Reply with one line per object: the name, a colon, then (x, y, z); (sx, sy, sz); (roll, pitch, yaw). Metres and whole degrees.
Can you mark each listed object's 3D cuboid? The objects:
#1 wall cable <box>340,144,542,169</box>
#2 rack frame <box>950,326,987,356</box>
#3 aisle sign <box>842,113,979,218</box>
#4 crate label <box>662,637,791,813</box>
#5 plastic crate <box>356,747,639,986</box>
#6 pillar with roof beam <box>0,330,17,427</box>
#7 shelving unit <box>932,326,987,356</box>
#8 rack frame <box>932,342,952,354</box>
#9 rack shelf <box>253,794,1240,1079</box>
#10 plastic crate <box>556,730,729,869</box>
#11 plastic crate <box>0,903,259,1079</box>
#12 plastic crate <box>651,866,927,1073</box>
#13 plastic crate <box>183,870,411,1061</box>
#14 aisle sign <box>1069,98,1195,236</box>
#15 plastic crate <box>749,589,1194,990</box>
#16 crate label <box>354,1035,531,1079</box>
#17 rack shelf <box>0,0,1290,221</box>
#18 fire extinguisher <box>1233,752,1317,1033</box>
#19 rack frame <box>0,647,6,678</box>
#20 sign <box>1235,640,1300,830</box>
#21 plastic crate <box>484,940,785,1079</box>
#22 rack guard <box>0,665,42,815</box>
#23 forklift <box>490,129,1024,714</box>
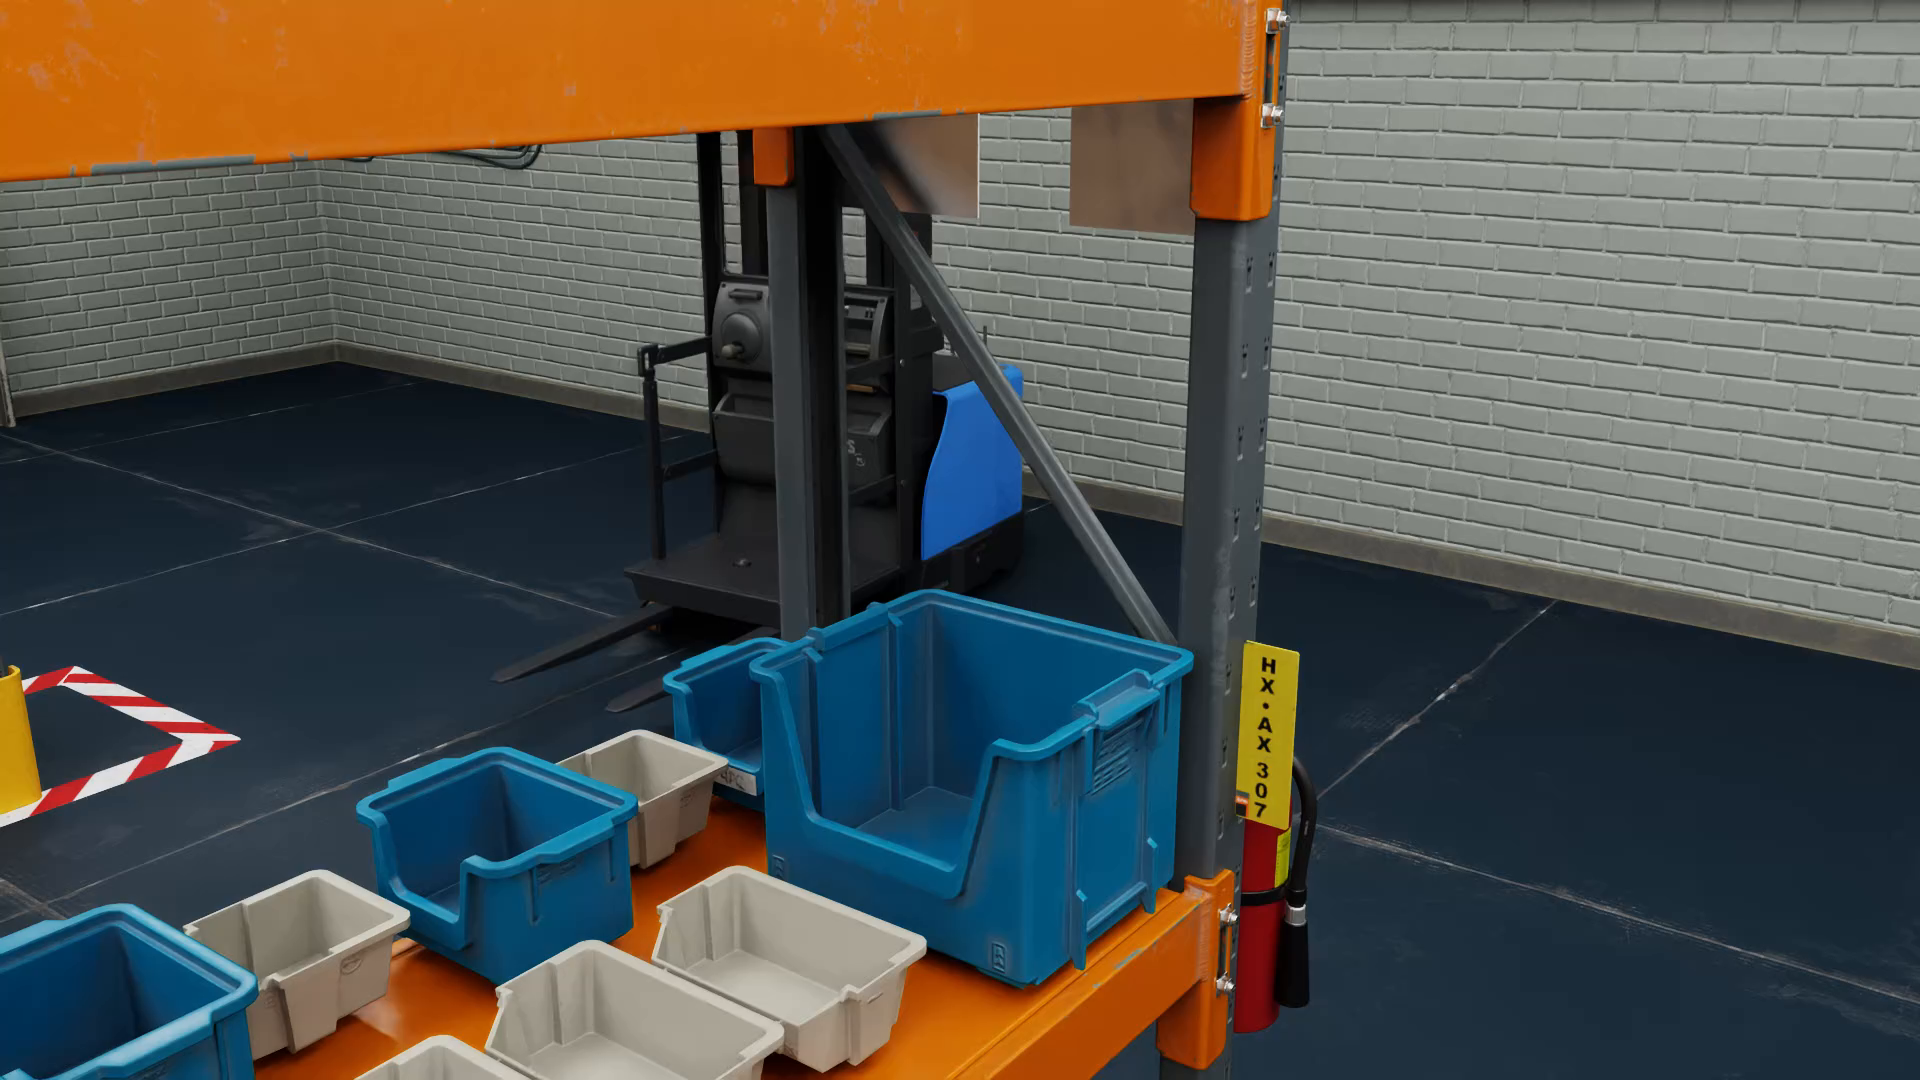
wall cable: (-4.229, -4.098, 12.503); (3.097, 2.526, 0.112); (12, 21, 35)
rack frame: (0.046, -0.591, 9.125); (0.240, 1.200, 0.006); (12, 21, 35)
aisle sign: (-0.125, -0.992, 2.998); (0.394, 0.787, 0.004); (12, 21, 35)
crate label: (-0.341, 0.371, 3.174); (0.416, 0.233, 0.303); (12, 21, 35)
plastic crate: (-0.733, 0.527, 2.669); (0.416, 0.233, 0.300); (12, 21, 35)
pillar with roof beam: (-3.514, -4.332, 8.021); (9.100, 9.000, 0.400); (12, 21, 35)
shelving unit: (-0.009, -0.570, 9.055); (0.258, 1.200, 0.189); (12, 21, 35)
rack frame: (-0.063, -0.548, 8.985); (0.240, 1.200, 0.006); (12, 21, 35)
rack shelf: (-1.121, 1.139, 1.732); (1.077, 0.370, 4.000); (12, 21, 35)
plastic crate: (-0.598, 0.478, 2.989); (0.250, 0.136, 0.298); (12, 21, 35)
plastic crate: (-1.125, 0.684, 2.164); (0.416, 0.233, 0.300); (12, 21, 35)
plastic crate: (-0.270, 0.642, 2.462); (0.396, 0.136, 0.243); (12, 21, 35)
plastic crate: (-1.003, 0.640, 2.469); (0.250, 0.136, 0.298); (12, 21, 35)
aisle sign: (0.349, -0.888, 2.663); (0.394, 0.787, 0.004); (12, 21, 35)
plastic crate: (0.021, 0.386, 2.783); (0.616, 0.435, 0.499); (12, 21, 35)
crate label: (-0.600, 0.779, 2.020); (0.396, 0.136, 0.243); (12, 21, 35)
rack shelf: (-1.121, -0.294, 1.288); (1.077, 0.370, 4.000); (12, 21, 35)
fire extinguisher: (0.526, 0.578, 3.084); (0.296, 0.674, 0.183); (12, 21, 35)
rack frame: (-3.905, -0.558, 5.981); (1.000, 3.000, 0.127); (12, 21, 35)
sign: (0.522, 0.334, 2.835); (0.100, 0.325, 0.005); (12, 21, 35)
plastic crate: (-0.454, 0.709, 2.247); (0.396, 0.136, 0.243); (12, 21, 35)
rack guard: (-3.950, 0.654, 6.294); (1.175, 0.500, 0.348); (12, 21, 35)
forklift: (-0.841, -0.964, 7.405); (1.130, 2.935, 3.031); (10, 20, 29)
